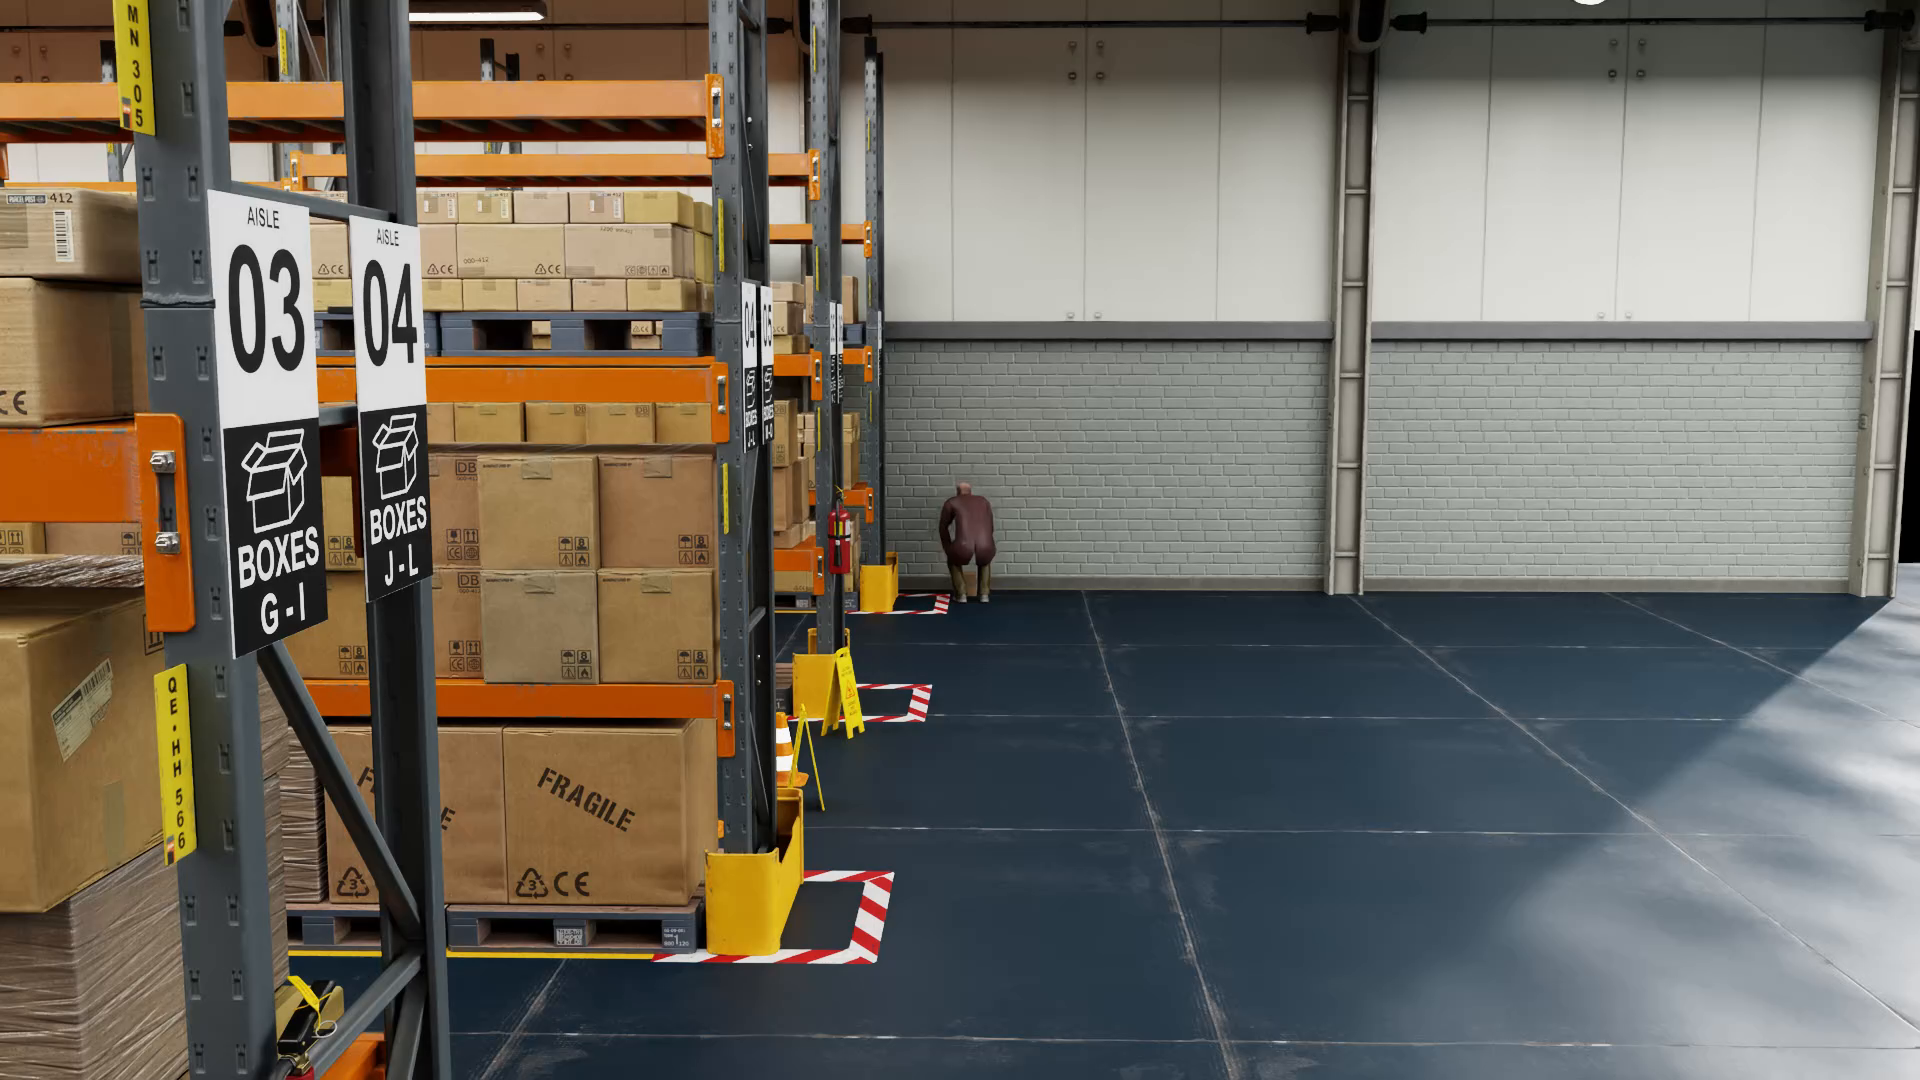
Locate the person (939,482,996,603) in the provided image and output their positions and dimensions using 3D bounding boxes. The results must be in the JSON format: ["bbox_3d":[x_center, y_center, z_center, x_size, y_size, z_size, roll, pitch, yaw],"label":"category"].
[{"bbox_3d":[0.091,0.038,18.522,0.633,1.287,0.780,-1,7,-6],"label":"person"}]
